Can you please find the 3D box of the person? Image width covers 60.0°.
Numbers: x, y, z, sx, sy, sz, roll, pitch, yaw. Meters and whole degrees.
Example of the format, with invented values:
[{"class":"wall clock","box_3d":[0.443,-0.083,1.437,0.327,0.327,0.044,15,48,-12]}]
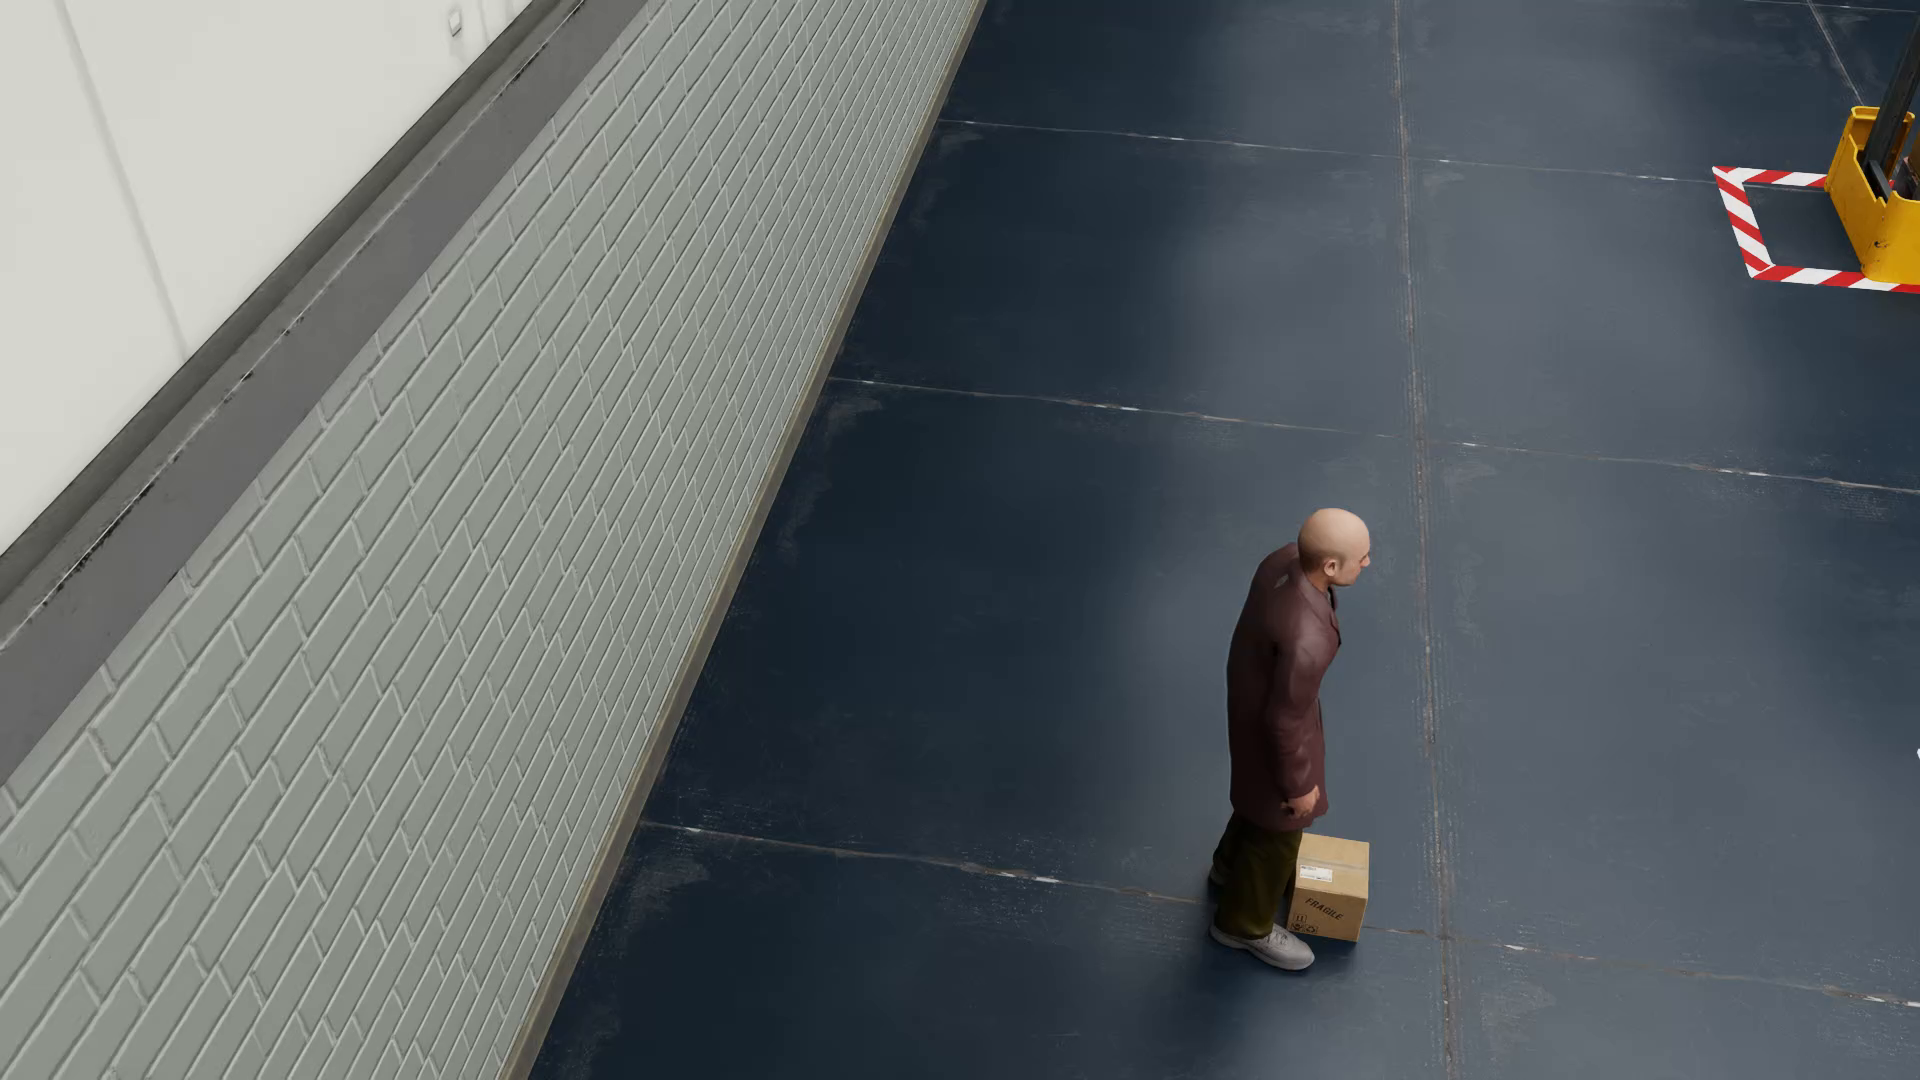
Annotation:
[{"class":"person","box_3d":[1.062,0.614,5.437,0.419,1.775,0.655,5,40,6]}]
